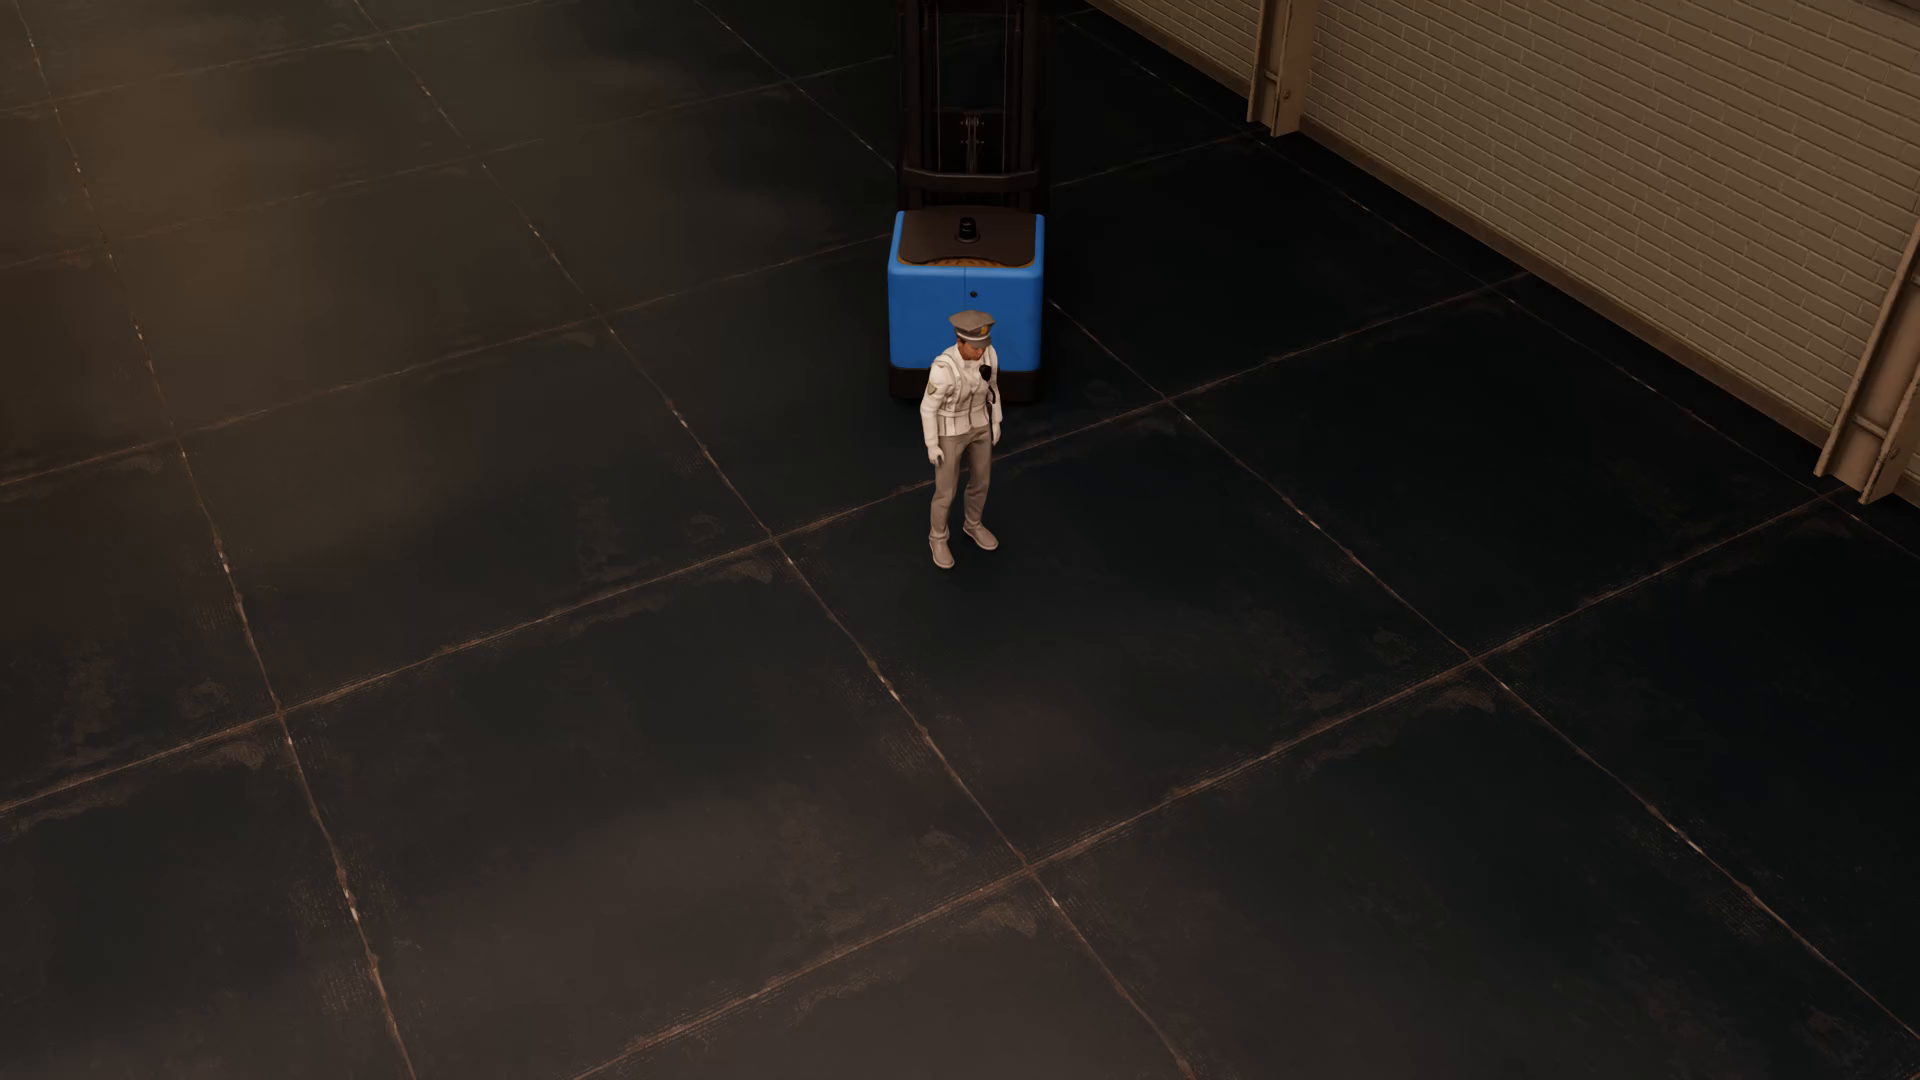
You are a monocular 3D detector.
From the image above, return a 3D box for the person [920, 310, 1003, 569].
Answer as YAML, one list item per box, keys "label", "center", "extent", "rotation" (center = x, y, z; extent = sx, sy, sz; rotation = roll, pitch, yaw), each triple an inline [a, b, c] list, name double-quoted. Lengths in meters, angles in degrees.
- label: "person"
  center: [0.024, -0.626, 9.786]
  extent: [0.529, 1.663, 0.372]
  rotation: [-22, 44, -24]

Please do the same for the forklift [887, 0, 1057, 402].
- label: "forklift"
  center: [0.108, -2.996, 11.648]
  extent: [1.130, 2.935, 3.031]
  rotation: [2, 40, 2]
